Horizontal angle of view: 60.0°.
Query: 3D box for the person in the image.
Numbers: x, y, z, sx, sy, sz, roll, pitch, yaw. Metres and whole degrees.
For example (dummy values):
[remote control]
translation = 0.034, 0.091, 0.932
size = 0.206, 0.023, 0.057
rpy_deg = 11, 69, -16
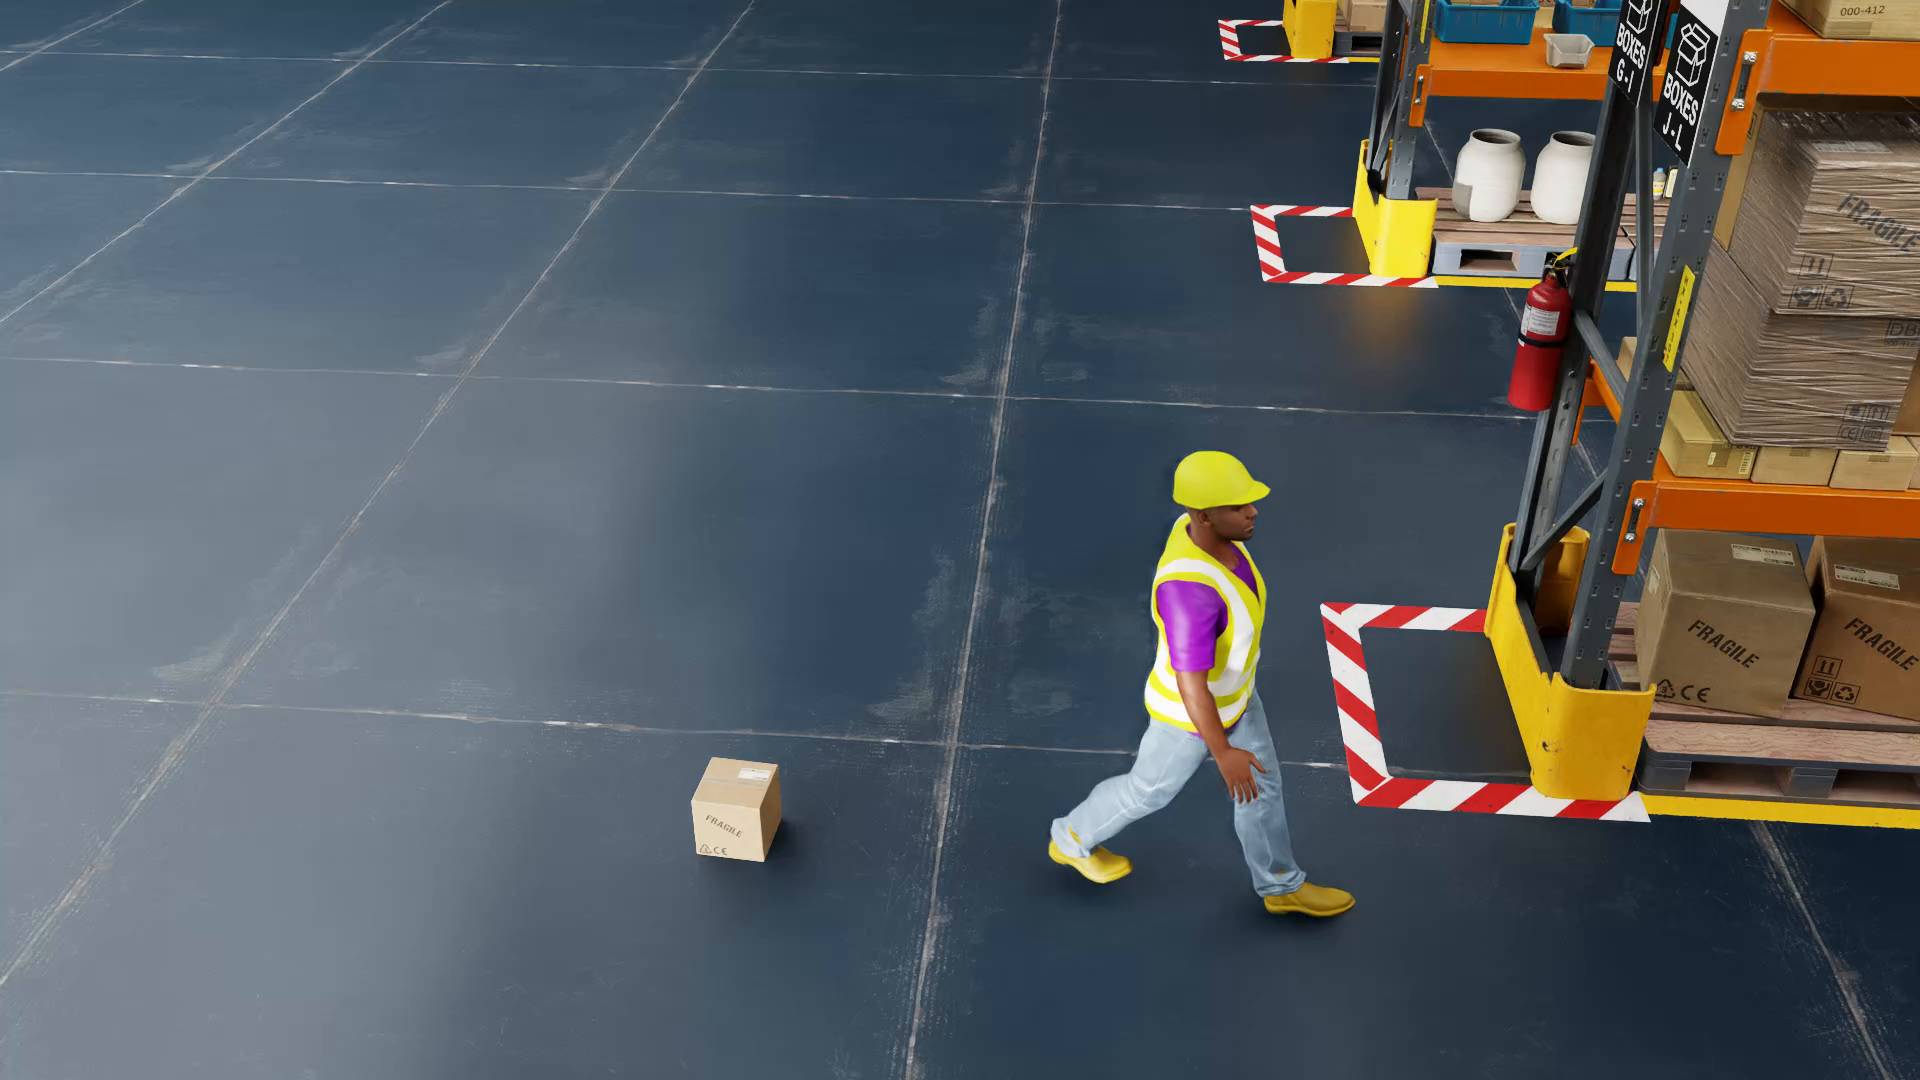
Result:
[person]
translation = 0.807, 0.514, 5.288
size = 1.047, 1.724, 0.613
rpy_deg = 13, 34, 20
